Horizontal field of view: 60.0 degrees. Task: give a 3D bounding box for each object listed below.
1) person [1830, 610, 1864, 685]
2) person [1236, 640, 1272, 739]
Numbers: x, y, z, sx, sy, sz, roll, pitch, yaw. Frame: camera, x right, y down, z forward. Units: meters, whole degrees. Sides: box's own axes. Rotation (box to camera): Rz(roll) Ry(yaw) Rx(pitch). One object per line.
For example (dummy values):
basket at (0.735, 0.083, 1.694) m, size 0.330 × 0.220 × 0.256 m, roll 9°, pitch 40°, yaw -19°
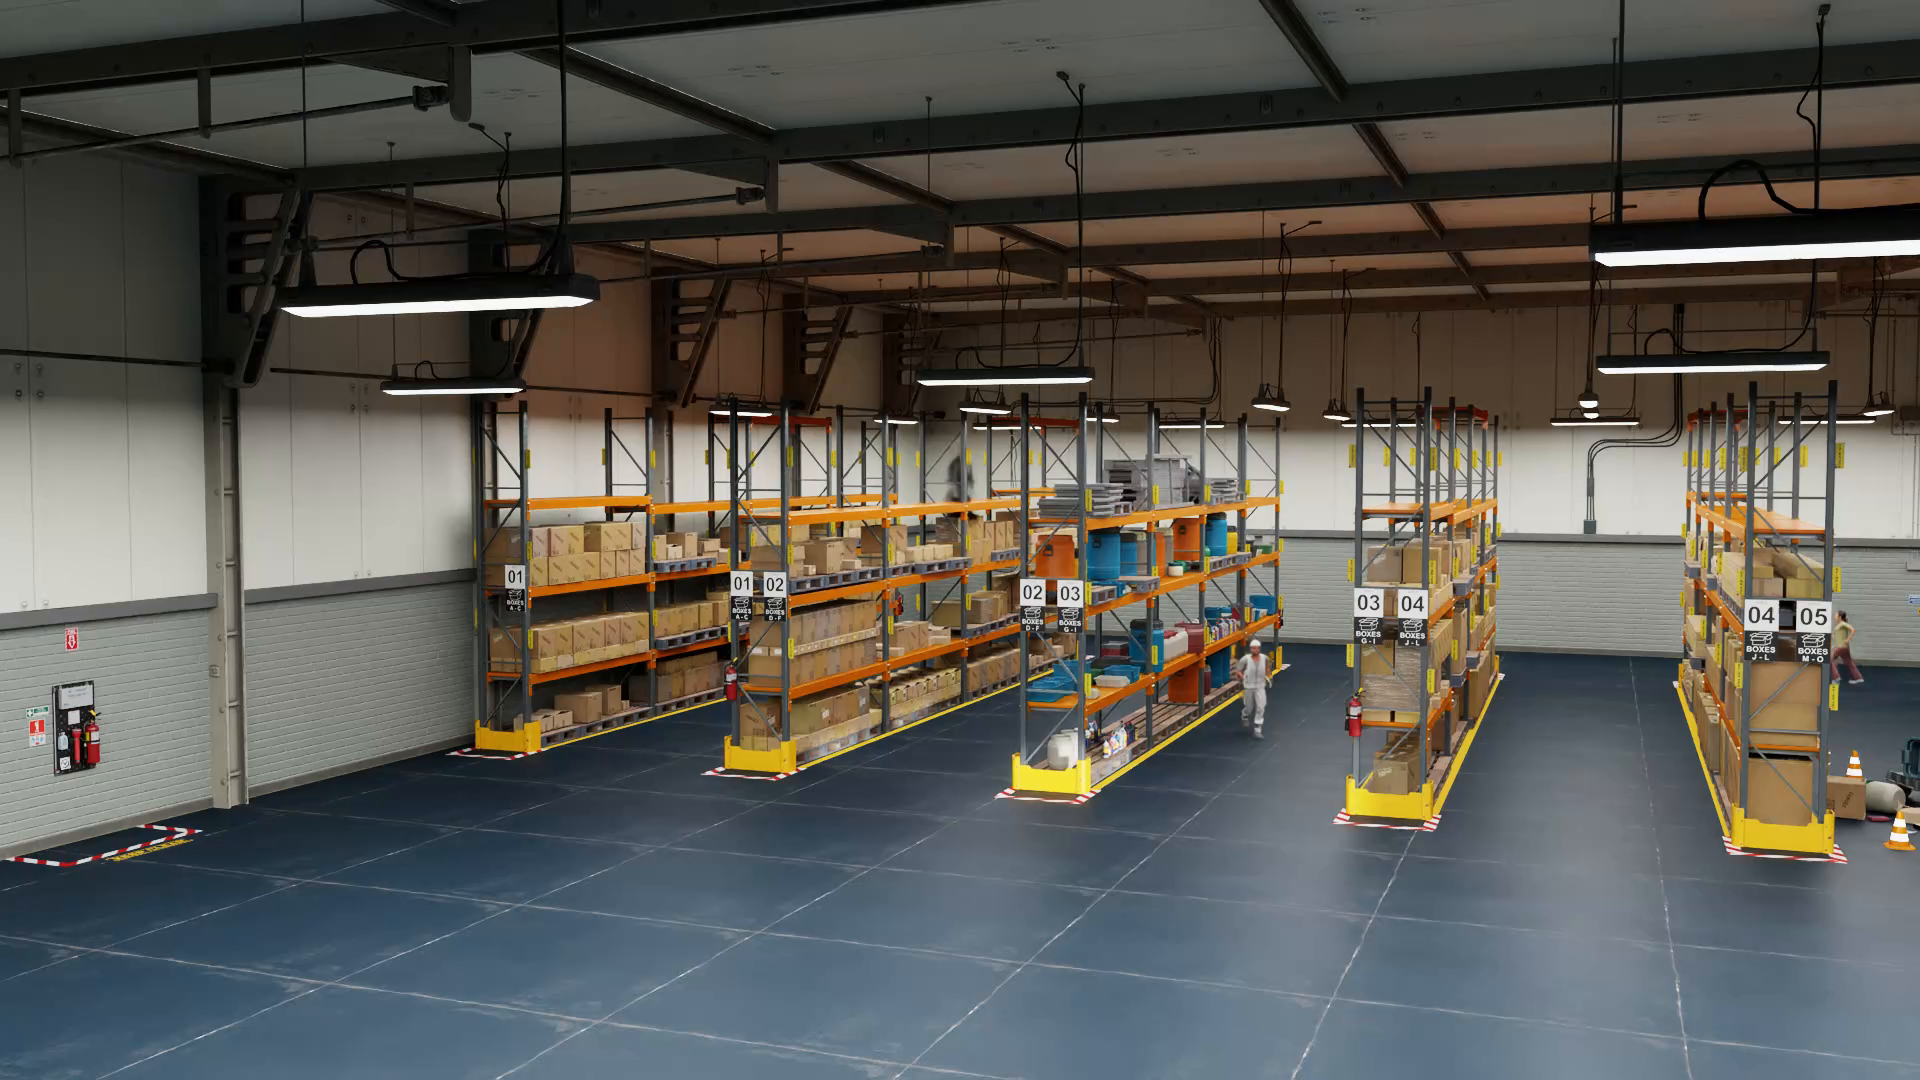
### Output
person at (19.392, 2.394, 36.490) m, size 0.848 × 1.688 × 0.579 m, roll 1°, pitch 3°, yaw 25°
person at (5.281, 2.658, 29.911) m, size 0.643 × 1.754 × 0.936 m, roll 0°, pitch 3°, yaw -3°
